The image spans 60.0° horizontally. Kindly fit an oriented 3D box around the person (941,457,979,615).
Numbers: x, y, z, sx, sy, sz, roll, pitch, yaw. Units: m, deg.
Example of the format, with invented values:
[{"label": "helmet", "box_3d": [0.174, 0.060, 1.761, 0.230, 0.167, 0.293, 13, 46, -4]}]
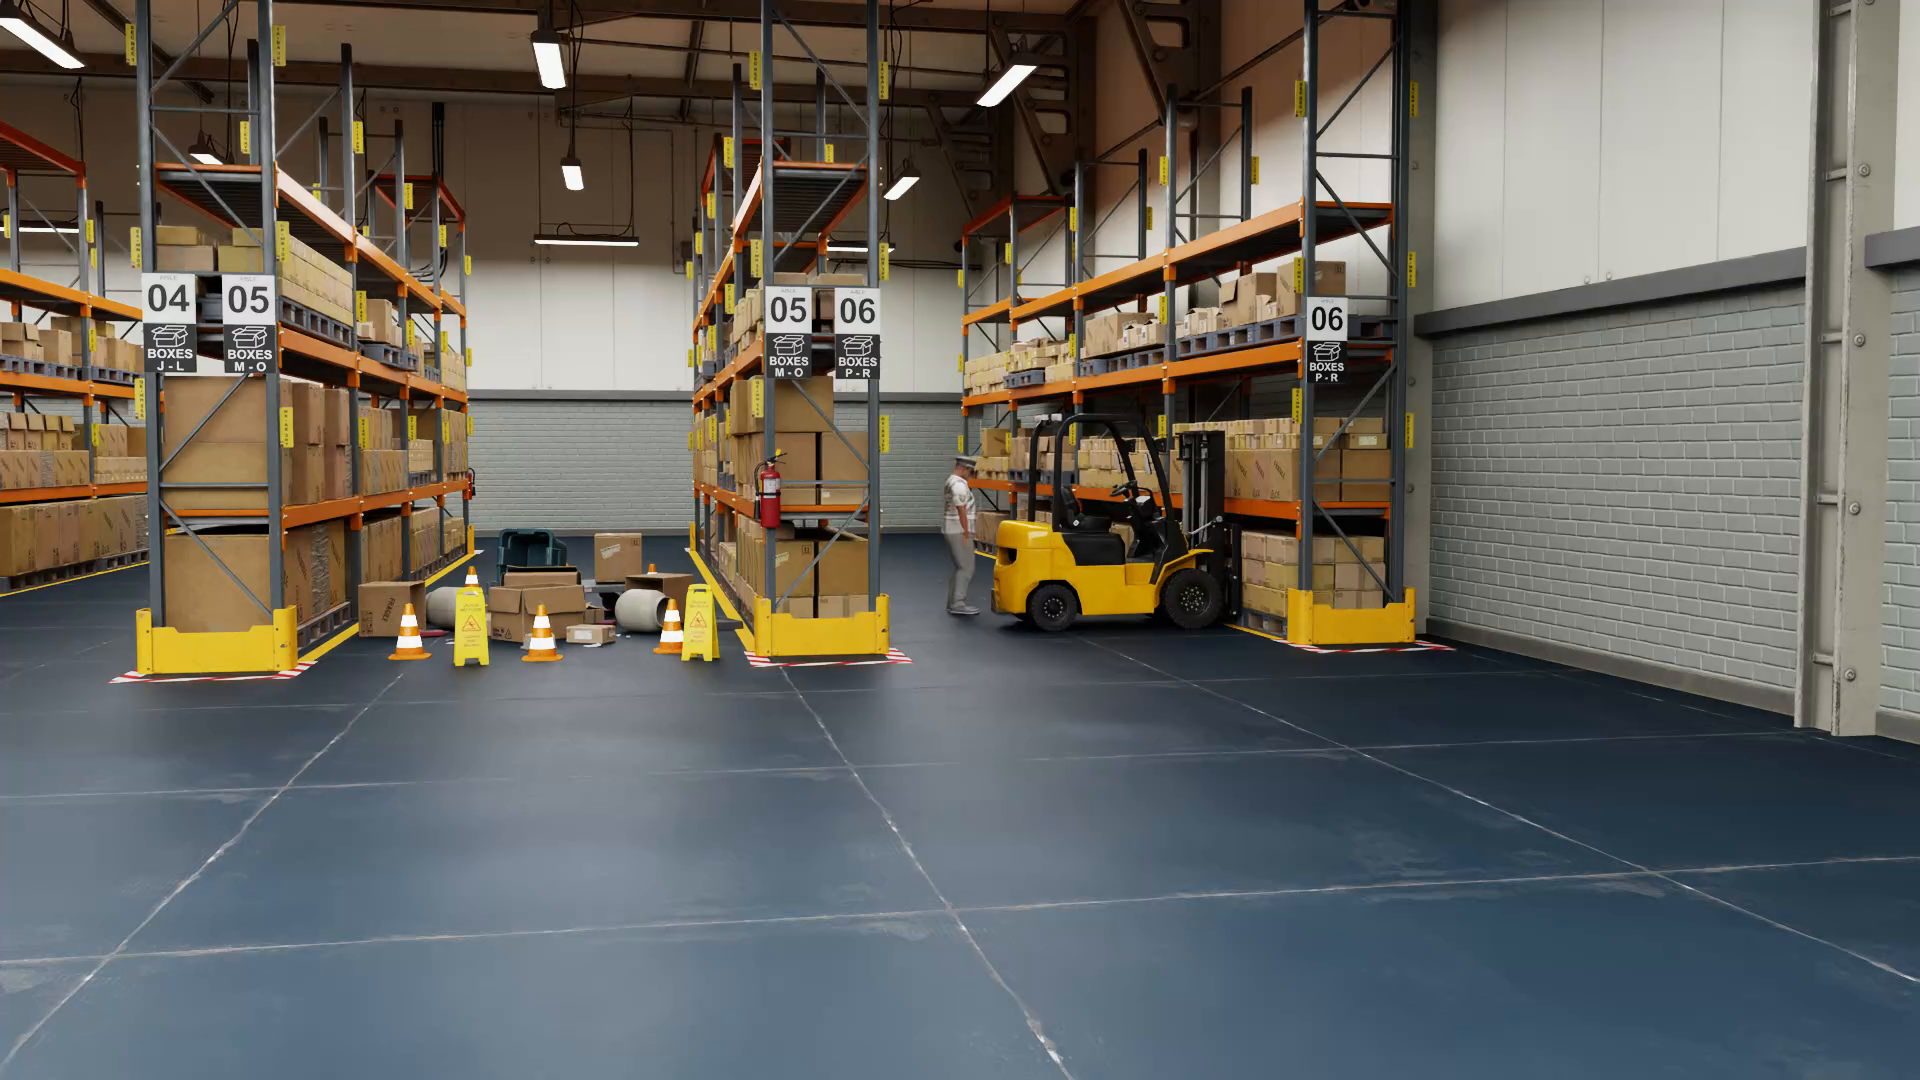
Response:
[{"label": "person", "box_3d": [-0.004, -0.050, 18.303, 0.408, 1.729, 0.541, -1, 3, -10]}]
